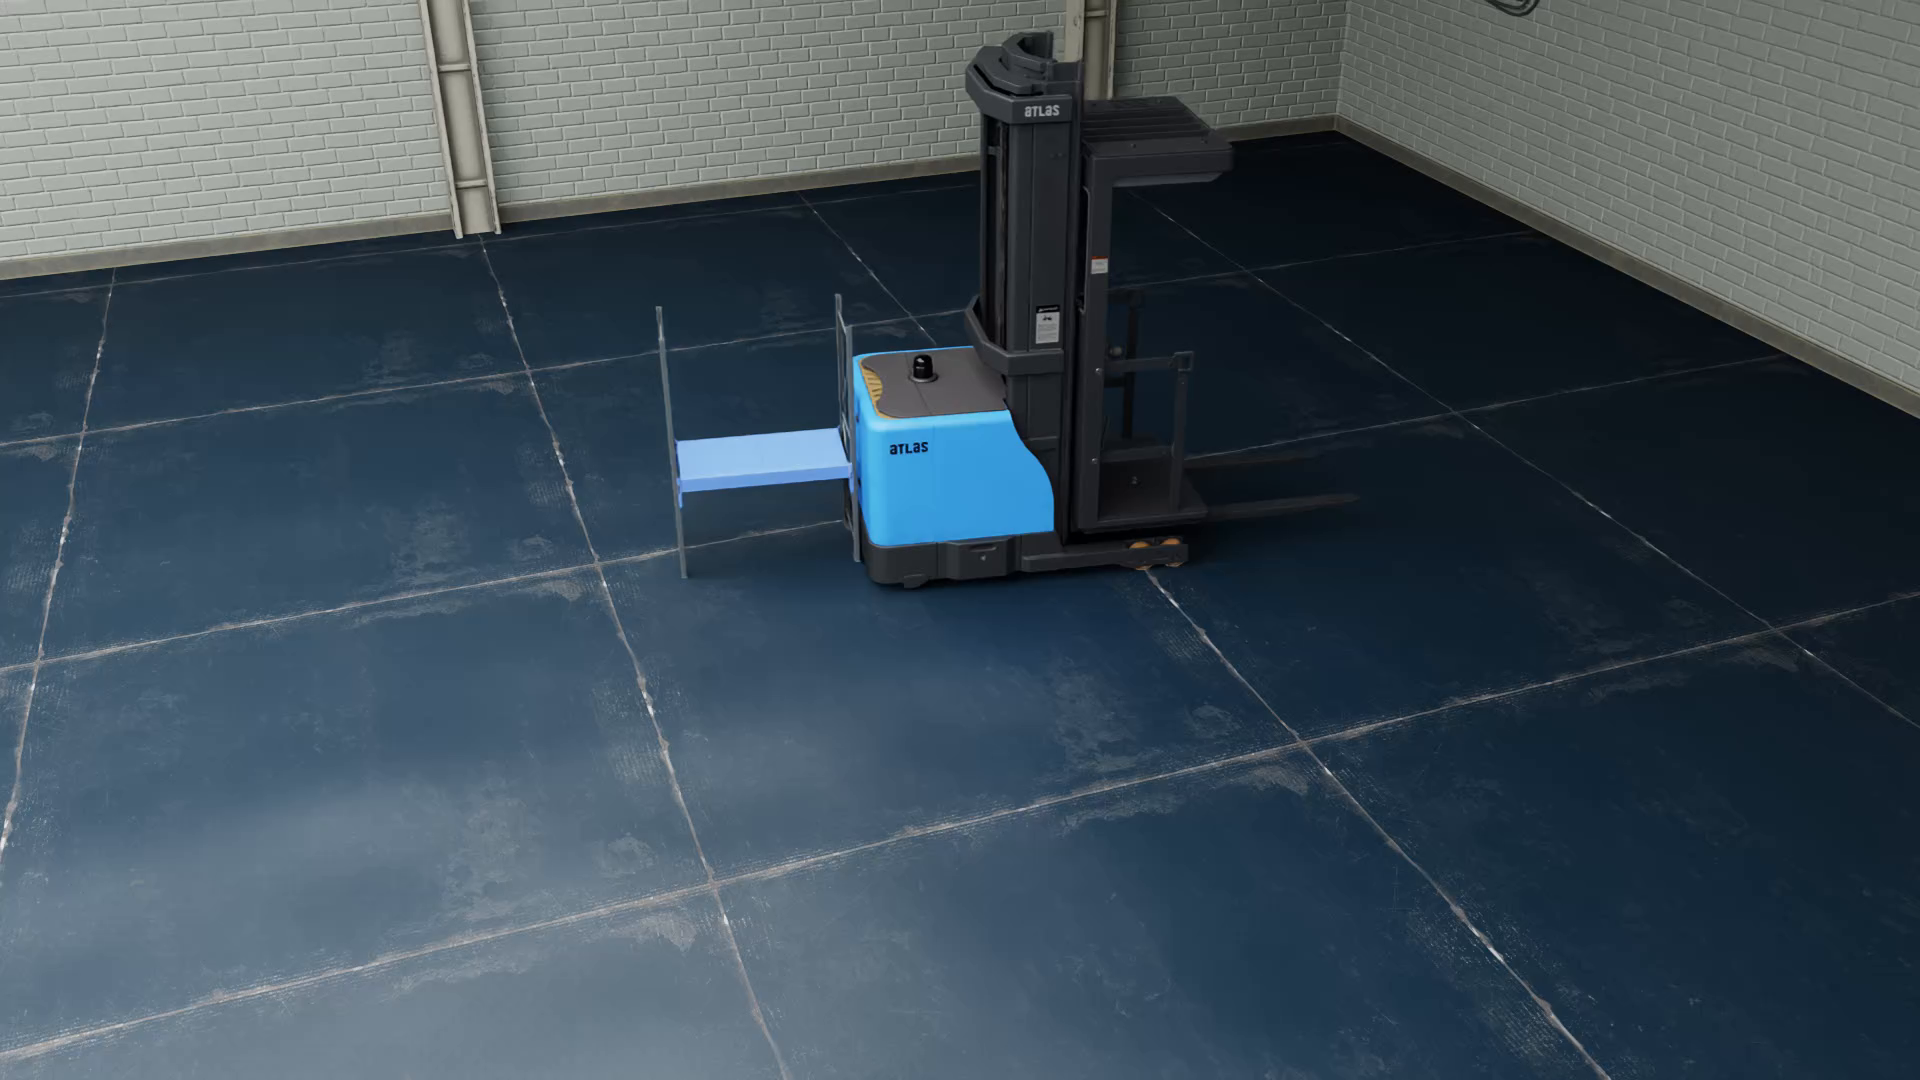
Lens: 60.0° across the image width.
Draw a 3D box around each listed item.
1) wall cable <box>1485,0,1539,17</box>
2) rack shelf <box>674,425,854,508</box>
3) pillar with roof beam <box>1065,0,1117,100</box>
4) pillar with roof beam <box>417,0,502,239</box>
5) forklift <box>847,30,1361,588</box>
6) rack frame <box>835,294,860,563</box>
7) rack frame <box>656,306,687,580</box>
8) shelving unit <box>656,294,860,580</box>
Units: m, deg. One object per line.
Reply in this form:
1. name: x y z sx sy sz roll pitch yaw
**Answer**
1. wall cable: 4.493 -6.282 15.173 0.112 2.526 3.097 -10 31 -18
2. rack shelf: -1.154 -0.435 9.713 1.000 0.185 0.538 -5 30 -10
3. pillar with roof beam: 2.772 -5.739 11.083 0.400 9.000 9.100 -10 31 -18
4. pillar with roof beam: -2.851 -4.703 9.265 0.400 9.000 9.100 -10 31 -18
5. forklift: 0.885 -1.347 9.503 3.031 2.935 1.130 -5 30 -10
6. rack frame: -0.655 -0.639 9.708 0.032 1.500 0.500 -5 30 -10
7. rack frame: -1.654 -0.544 9.540 0.032 1.500 0.500 -5 30 -10
8. shelving unit: -1.154 -0.592 9.624 1.048 1.500 0.538 -5 30 -10
